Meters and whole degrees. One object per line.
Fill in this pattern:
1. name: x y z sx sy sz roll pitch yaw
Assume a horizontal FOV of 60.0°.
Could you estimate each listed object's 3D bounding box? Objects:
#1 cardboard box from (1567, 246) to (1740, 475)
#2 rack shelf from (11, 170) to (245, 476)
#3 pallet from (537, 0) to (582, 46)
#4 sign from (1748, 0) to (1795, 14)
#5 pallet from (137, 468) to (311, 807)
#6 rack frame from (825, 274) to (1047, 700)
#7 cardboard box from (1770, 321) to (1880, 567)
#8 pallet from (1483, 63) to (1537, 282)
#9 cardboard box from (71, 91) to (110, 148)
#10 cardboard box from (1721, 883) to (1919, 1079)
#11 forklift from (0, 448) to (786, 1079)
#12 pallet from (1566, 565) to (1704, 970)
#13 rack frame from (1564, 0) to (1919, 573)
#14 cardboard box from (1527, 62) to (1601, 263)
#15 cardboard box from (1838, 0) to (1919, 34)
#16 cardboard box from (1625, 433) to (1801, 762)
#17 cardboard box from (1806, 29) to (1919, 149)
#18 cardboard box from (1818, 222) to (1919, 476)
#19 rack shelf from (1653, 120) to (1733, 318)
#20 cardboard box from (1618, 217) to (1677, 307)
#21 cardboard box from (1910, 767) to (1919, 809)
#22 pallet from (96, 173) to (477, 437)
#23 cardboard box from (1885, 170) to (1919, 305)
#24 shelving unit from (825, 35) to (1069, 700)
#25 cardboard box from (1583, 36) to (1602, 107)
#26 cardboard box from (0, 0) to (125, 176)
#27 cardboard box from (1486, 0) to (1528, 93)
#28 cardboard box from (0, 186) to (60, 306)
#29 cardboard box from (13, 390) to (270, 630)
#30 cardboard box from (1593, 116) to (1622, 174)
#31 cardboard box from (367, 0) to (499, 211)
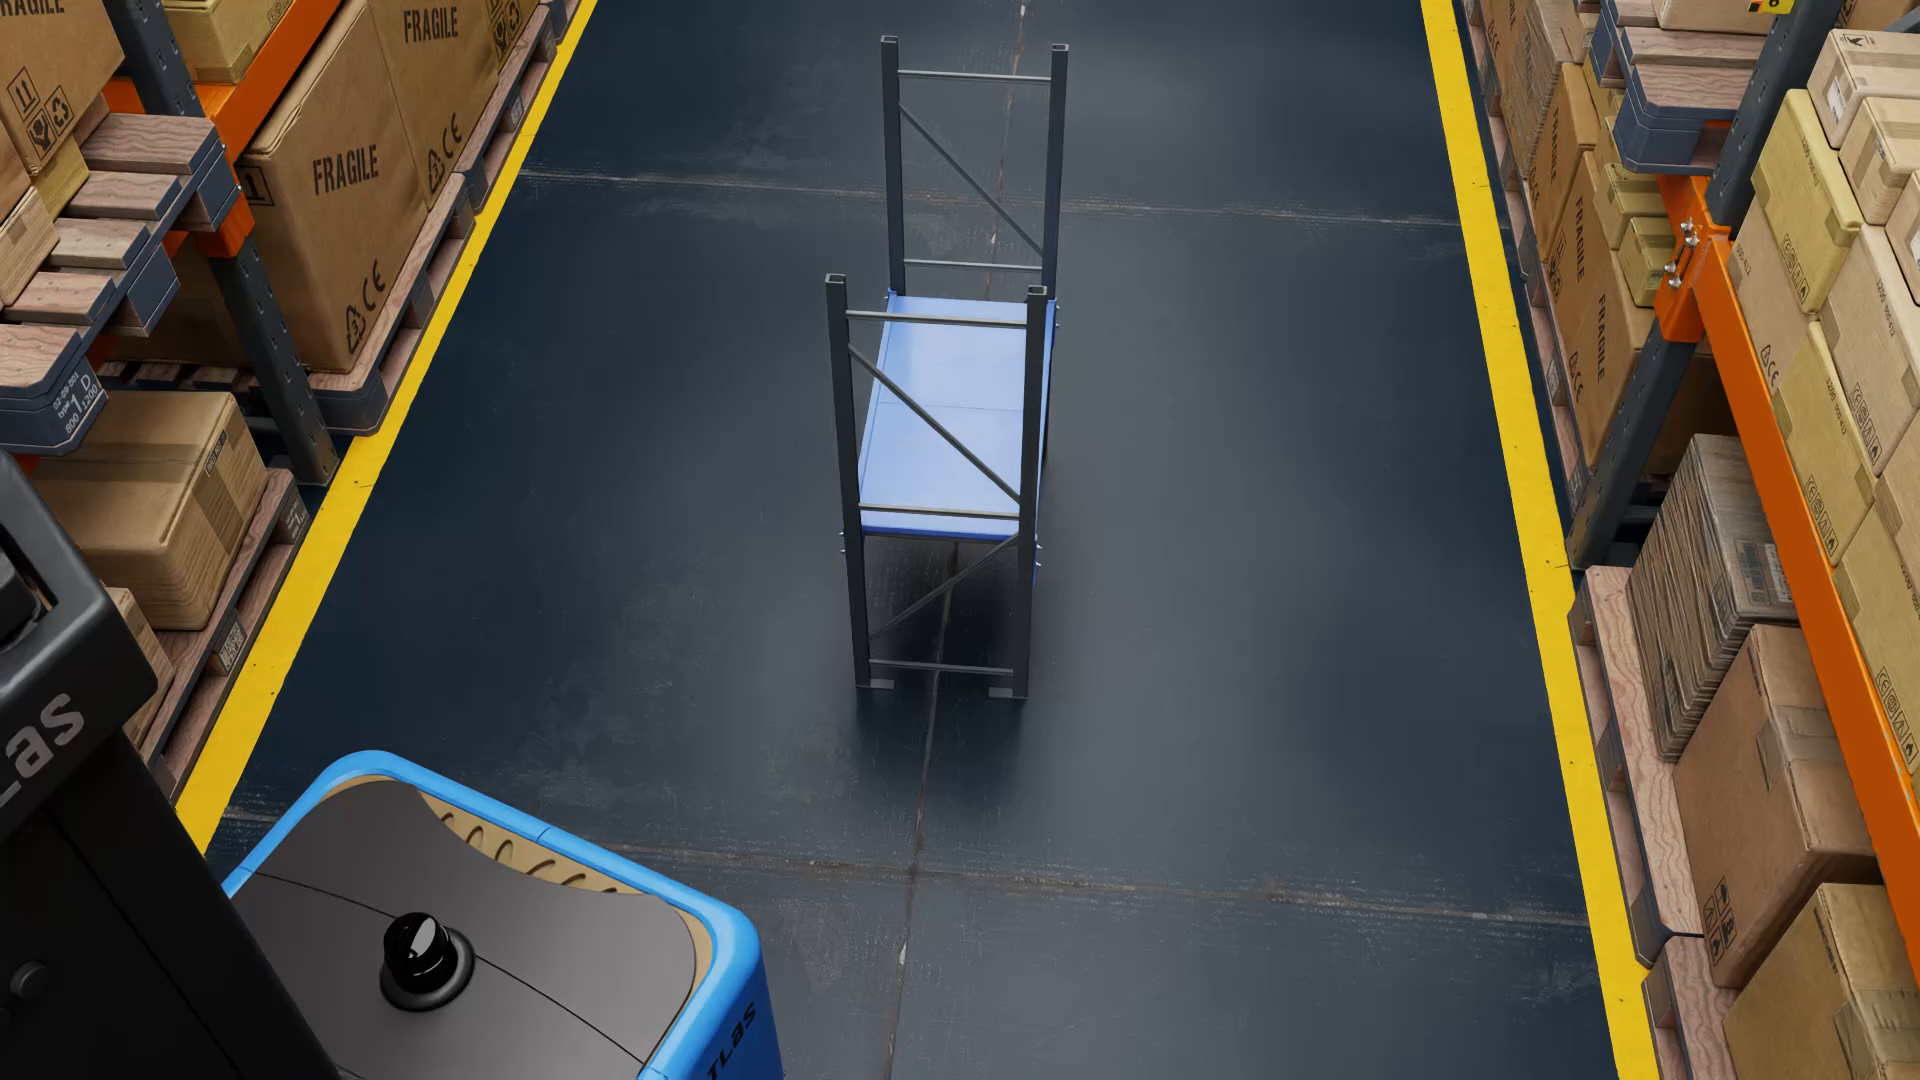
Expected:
1. cardboard box: 2.223 -0.549 5.128 0.500 0.500 0.500 5 48 5
2. rack shelf: -2.727 0.456 3.288 1.077 0.370 4.000 4 48 4
3. pallet: -2.176 -2.683 7.560 1.003 0.211 1.213 4 48 4
4. sign: 1.857 -1.319 3.693 0.100 0.325 0.005 4 48 4
5. pallet: -2.618 0.259 4.870 1.003 0.211 1.213 4 48 4
6. rack frame: -0.054 -0.070 4.298 0.500 1.500 0.032 4 48 4
7. cardboard box: 2.064 -0.196 3.498 0.500 0.250 0.500 3 48 3
8. pallet: 2.618 -1.424 6.410 1.003 0.211 1.213 4 48 4
9. cardboard box: -2.341 -1.057 4.069 0.380 0.149 0.250 5 48 5
10. cardboard box: 2.215 1.167 3.474 0.875 0.625 0.625 2 48 2
11. forklift: -1.460 1.281 2.092 1.130 2.935 3.031 20 51 17
12. pallet: 2.284 0.618 4.542 1.003 0.211 1.213 4 48 4
13. rack frame: 2.398 -0.925 4.064 1.000 3.000 0.127 4 48 4
14. cardboard box: 2.324 -1.300 5.816 0.500 0.500 0.500 6 48 5
15. cardboard box: 2.601 -1.468 4.208 0.500 0.500 0.500 6 48 5
16. cardboard box: 2.328 0.192 4.366 0.875 0.625 0.625 5 48 5
17. cardboard box: 2.076 -0.964 3.591 0.380 0.149 0.250 5 48 5
18. cardboard box: 2.068 -0.366 3.315 0.500 0.250 0.500 5 48 5
19. rack shelf: 2.580 -2.152 5.673 1.077 0.370 4.000 4 48 4
20. cardboard box: 2.191 -0.822 4.939 0.380 0.149 0.250 2 48 2
21. cardboard box: 1.975 0.564 2.803 0.500 0.250 0.500 5 48 5
22. pallet: -2.398 -0.890 5.921 1.003 0.211 1.213 4 48 4
23. cardboard box: 2.055 -0.577 3.237 0.380 0.149 0.250 5 48 5
24. shelving unit: -0.008 -0.443 4.639 0.538 1.500 1.048 4 48 4
25. cardboard box: 2.344 -1.590 5.641 0.380 0.149 0.250 3 48 3
26. cardboard box: -2.310 -1.180 3.742 0.500 0.500 0.500 3 48 2
27. cardboard box: 2.406 -2.064 6.514 0.500 0.500 0.500 3 48 2
28. cardboard box: -2.271 -0.667 3.713 0.380 0.149 0.250 4 48 3
29. cardboard box: -2.607 -0.097 4.802 0.950 0.372 0.625 1 48 1
30. cardboard box: 2.253 -1.215 5.299 0.380 0.149 0.250 2 48 2
31. cardboard box: -2.314 -1.838 6.054 0.875 0.875 0.875 4 48 4
